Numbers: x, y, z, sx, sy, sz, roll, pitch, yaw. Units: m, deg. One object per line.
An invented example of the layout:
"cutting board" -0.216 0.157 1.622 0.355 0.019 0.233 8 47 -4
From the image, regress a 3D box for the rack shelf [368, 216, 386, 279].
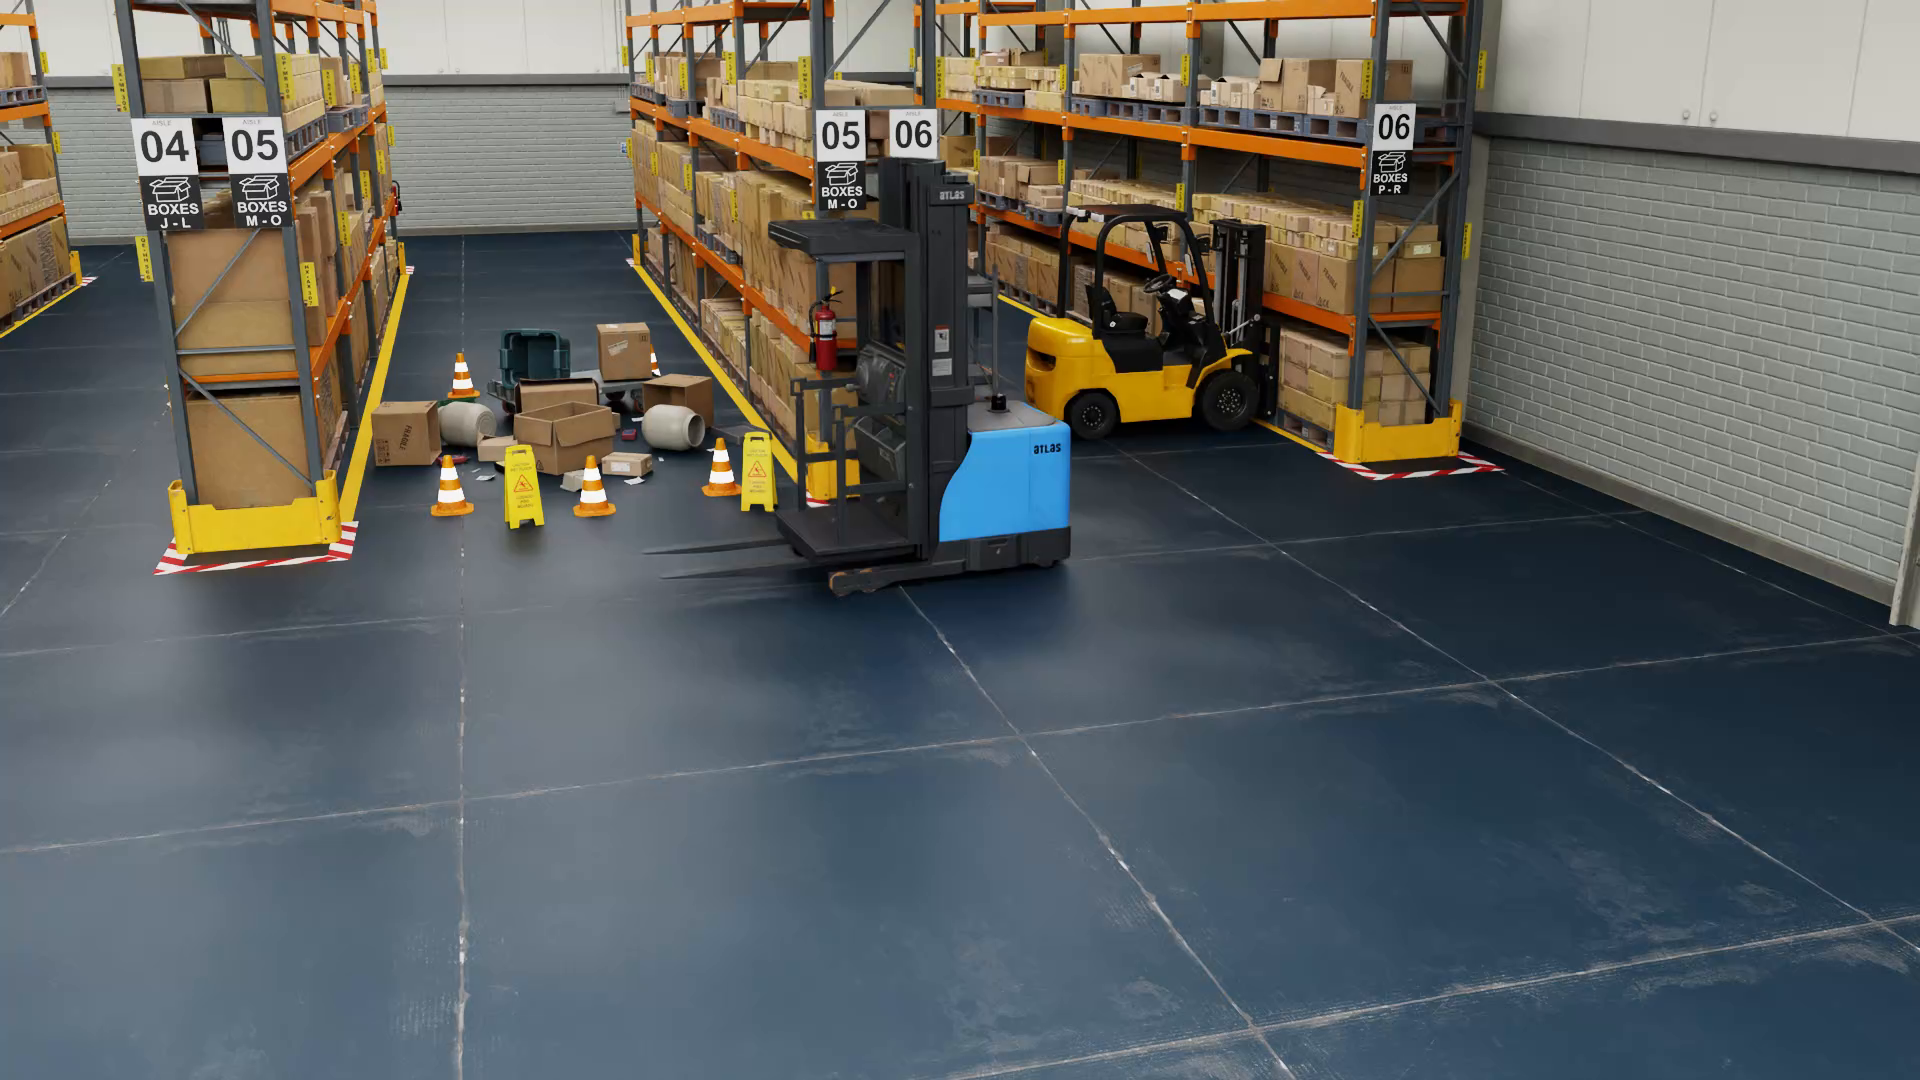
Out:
"rack shelf" -8.171 -3.846 21.791 1.077 0.370 4.000 -5 17 -15

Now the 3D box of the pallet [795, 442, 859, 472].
"pallet" -0.901 -0.756 15.103 1.003 0.211 1.213 -5 17 -15

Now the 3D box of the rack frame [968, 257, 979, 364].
"rack frame" -0.048 -1.190 13.265 0.400 2.100 0.015 -5 17 -16

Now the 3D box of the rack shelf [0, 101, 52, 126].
"rack shelf" -14.067 -6.024 23.831 1.077 0.370 4.000 -5 17 -15

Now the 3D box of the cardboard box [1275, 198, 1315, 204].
"cardboard box" 3.603 -3.571 17.807 0.380 0.149 0.250 -5 17 -16

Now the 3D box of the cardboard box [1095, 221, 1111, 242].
"cardboard box" 2.051 -3.954 21.163 0.500 0.250 0.500 -5 18 -17

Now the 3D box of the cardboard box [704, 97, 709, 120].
"cardboard box" -2.896 -5.257 20.260 0.396 0.266 0.258 -5 17 -15

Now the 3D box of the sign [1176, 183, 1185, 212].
"sign" 2.462 -3.814 18.561 0.100 0.325 0.005 -5 17 -15

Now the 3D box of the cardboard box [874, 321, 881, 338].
"cardboard box" -0.585 -1.833 14.278 0.380 0.149 0.250 -5 17 -15

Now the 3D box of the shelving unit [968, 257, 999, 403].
"shelving unit" 0.021 -1.123 13.041 0.431 2.100 0.503 -5 17 -16

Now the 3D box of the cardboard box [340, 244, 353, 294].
"cardboard box" -6.408 -2.745 16.703 0.500 0.500 0.500 -4 17 -15

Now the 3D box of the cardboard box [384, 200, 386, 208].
"cardboard box" -8.892 -5.088 25.112 0.380 0.149 0.250 -4 17 -13

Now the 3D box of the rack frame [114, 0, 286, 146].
"rack frame" -5.423 -4.297 11.616 1.000 3.000 0.127 -5 17 -15

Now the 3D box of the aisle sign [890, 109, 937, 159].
"aisle sign" -0.376 -3.096 13.525 0.394 0.787 0.004 -5 17 -15

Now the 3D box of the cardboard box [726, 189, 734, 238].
"cardboard box" -2.275 -3.588 18.262 0.500 0.500 0.500 -5 17 -15

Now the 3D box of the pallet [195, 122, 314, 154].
"pallet" -5.976 -3.361 13.866 1.003 0.211 1.213 -5 17 -15

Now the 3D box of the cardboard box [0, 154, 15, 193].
"cardboard box" -13.531 -5.099 23.152 0.500 0.500 0.500 -5 17 -15

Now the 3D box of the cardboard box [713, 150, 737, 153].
"cardboard box" -3.063 -5.020 22.537 0.500 0.500 0.500 -4 17 -14

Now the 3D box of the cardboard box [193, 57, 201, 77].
"cardboard box" -5.979 -3.578 12.581 0.380 0.149 0.250 -4 17 -14

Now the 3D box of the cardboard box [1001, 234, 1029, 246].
"cardboard box" 0.857 -4.610 25.573 0.380 0.149 0.250 -6 18 -18

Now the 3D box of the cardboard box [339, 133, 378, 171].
"cardboard box" -8.610 -5.557 23.808 0.500 0.500 0.500 -4 17 -14

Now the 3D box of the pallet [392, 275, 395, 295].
"pallet" -9.278 -3.929 25.665 1.003 0.211 1.213 -5 17 -15

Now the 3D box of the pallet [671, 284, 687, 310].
"pallet" -3.704 -3.620 24.636 1.003 0.211 1.213 -5 17 -15

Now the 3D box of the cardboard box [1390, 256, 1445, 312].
"cardboard box" 4.211 -2.444 15.700 0.500 0.500 0.500 -4 17 -13

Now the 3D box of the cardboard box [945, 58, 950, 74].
"cardboard box" -0.013 -7.846 27.520 0.500 0.250 0.500 -4 17 -14

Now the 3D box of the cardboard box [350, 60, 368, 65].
"cardboard box" -8.761 -6.857 24.049 0.380 0.149 0.250 -5 17 -17

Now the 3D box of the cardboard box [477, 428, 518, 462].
"cardboard box" -4.279 -0.891 15.458 0.396 0.266 0.258 -2 17 -6

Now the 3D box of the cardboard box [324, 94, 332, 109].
"cardboard box" -6.657 -4.504 17.051 0.380 0.149 0.250 -5 17 -15

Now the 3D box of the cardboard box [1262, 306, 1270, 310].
"cardboard box" 3.456 -2.447 18.195 0.500 0.250 0.500 -5 17 -16

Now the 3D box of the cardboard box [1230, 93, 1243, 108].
"cardboard box" 3.024 -4.548 17.197 0.380 0.149 0.250 -4 17 -14

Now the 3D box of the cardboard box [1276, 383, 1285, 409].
"cardboard box" 3.391 -1.504 16.793 0.500 0.250 0.500 -5 17 -15

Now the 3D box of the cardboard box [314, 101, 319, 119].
"cardboard box" -5.902 -3.809 14.736 0.380 0.149 0.250 -5 17 -15

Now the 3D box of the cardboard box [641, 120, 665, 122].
"cardboard box" -5.116 -6.920 27.735 0.380 0.149 0.250 -4 17 -14

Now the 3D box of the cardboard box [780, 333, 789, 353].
"cardboard box" -1.464 -1.838 15.474 0.380 0.149 0.250 -4 17 -13

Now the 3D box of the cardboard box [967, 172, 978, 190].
"cardboard box" 0.408 -5.748 26.619 0.500 0.250 0.500 -4 17 -14

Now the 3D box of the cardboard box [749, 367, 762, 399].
"cardboard box" -1.888 -1.650 17.279 0.500 0.250 0.500 -6 18 -18

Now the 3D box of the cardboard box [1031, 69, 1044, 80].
"cardboard box" 1.218 -6.509 23.243 0.380 0.149 0.250 -5 17 -16

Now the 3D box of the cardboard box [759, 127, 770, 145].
"cardboard box" -1.671 -3.797 15.601 0.380 0.149 0.250 -5 17 -16

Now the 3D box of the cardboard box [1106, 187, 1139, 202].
"cardboard box" 2.051 -4.341 20.887 0.380 0.149 0.250 -4 17 -14

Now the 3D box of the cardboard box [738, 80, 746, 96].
"cardboard box" -2.018 -4.535 16.672 0.380 0.149 0.250 -5 17 -16

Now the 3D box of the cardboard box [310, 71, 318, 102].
"cardboard box" -6.001 -4.031 14.783 0.500 0.250 0.500 -5 17 -15

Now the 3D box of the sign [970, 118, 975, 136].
"sign" 0.222 -7.407 29.834 0.100 0.325 0.005 -5 17 -15

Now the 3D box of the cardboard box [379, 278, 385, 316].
"cardboard box" -7.998 -3.278 22.267 0.500 0.500 0.500 -5 17 -16

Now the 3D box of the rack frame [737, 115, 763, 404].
"rack frame" -1.790 -2.950 17.558 1.000 3.000 0.127 -5 17 -15

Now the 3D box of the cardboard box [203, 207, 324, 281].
"cardboard box" -5.751 -2.429 13.688 0.875 0.550 0.550 -5 17 -15

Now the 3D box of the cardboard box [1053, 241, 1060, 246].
"cardboard box" 1.598 -4.365 24.756 0.380 0.149 0.250 -5 18 -17

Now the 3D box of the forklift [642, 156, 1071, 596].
"forklift" -0.752 -1.182 11.793 3.031 2.935 1.130 -6 18 -21

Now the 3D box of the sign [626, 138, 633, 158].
"sign" -5.623 -6.679 28.332 0.100 0.325 0.005 -5 17 -15

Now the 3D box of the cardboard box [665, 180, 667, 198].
"cardboard box" -3.969 -5.044 23.923 0.500 0.250 0.500 -4 17 -14

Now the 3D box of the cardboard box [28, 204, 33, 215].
"cardboard box" -13.709 -4.798 24.148 0.380 0.149 0.250 -5 17 -17

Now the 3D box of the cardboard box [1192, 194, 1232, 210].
"cardboard box" 2.783 -3.733 18.346 0.380 0.149 0.250 -4 17 -14

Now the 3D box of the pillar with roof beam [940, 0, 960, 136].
"pillar with roof beam" -4.330 -10.013 30.642 9.100 9.000 0.400 -5 17 -15

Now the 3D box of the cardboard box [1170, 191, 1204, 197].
"cardboard box" 2.791 -4.173 20.329 0.380 0.149 0.250 -5 17 -16
